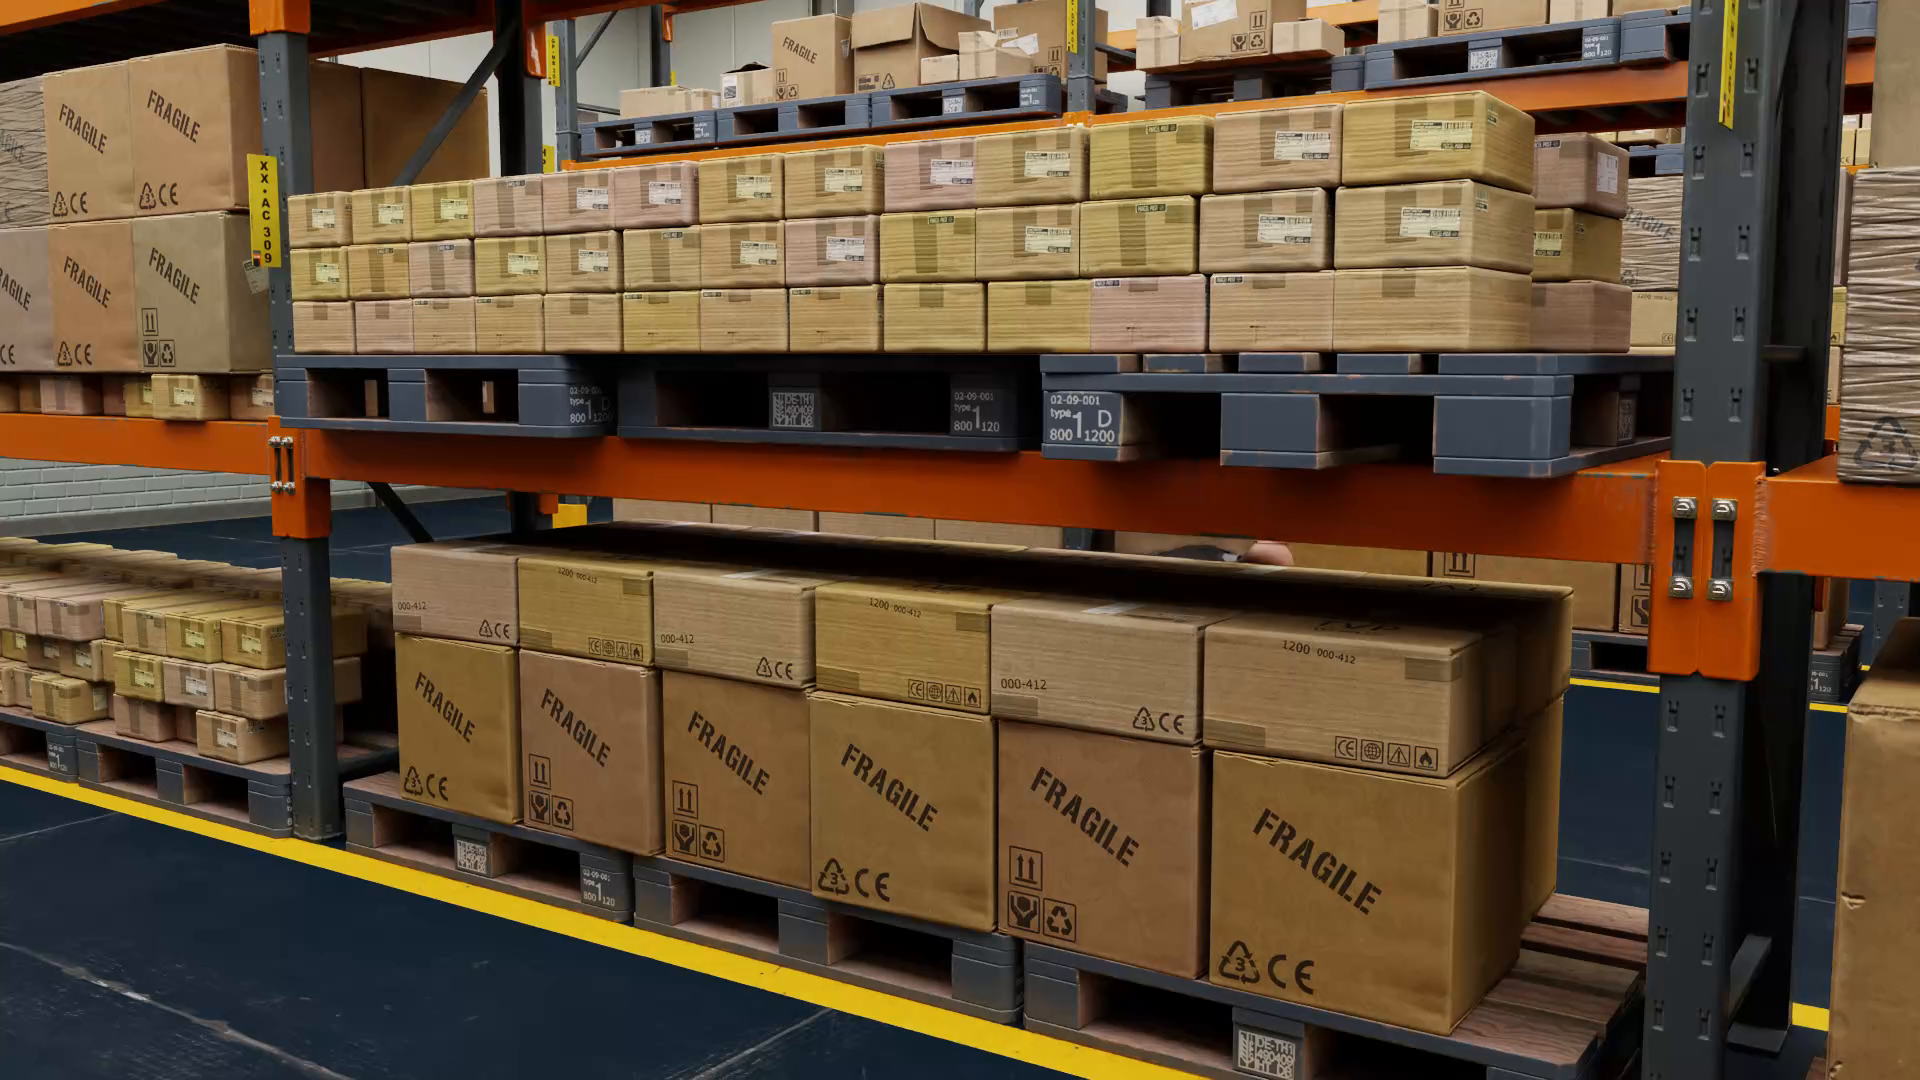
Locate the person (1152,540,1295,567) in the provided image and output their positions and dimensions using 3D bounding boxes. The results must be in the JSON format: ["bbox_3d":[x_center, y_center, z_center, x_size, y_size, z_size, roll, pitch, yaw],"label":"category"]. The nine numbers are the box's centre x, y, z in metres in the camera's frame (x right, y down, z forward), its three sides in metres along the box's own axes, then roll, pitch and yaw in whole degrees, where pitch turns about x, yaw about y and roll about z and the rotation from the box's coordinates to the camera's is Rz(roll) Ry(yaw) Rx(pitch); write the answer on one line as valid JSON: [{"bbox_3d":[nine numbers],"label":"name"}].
[{"bbox_3d":[0.825,0.402,6.299,0.875,0.840,0.530,4,8,34],"label":"person"}]
